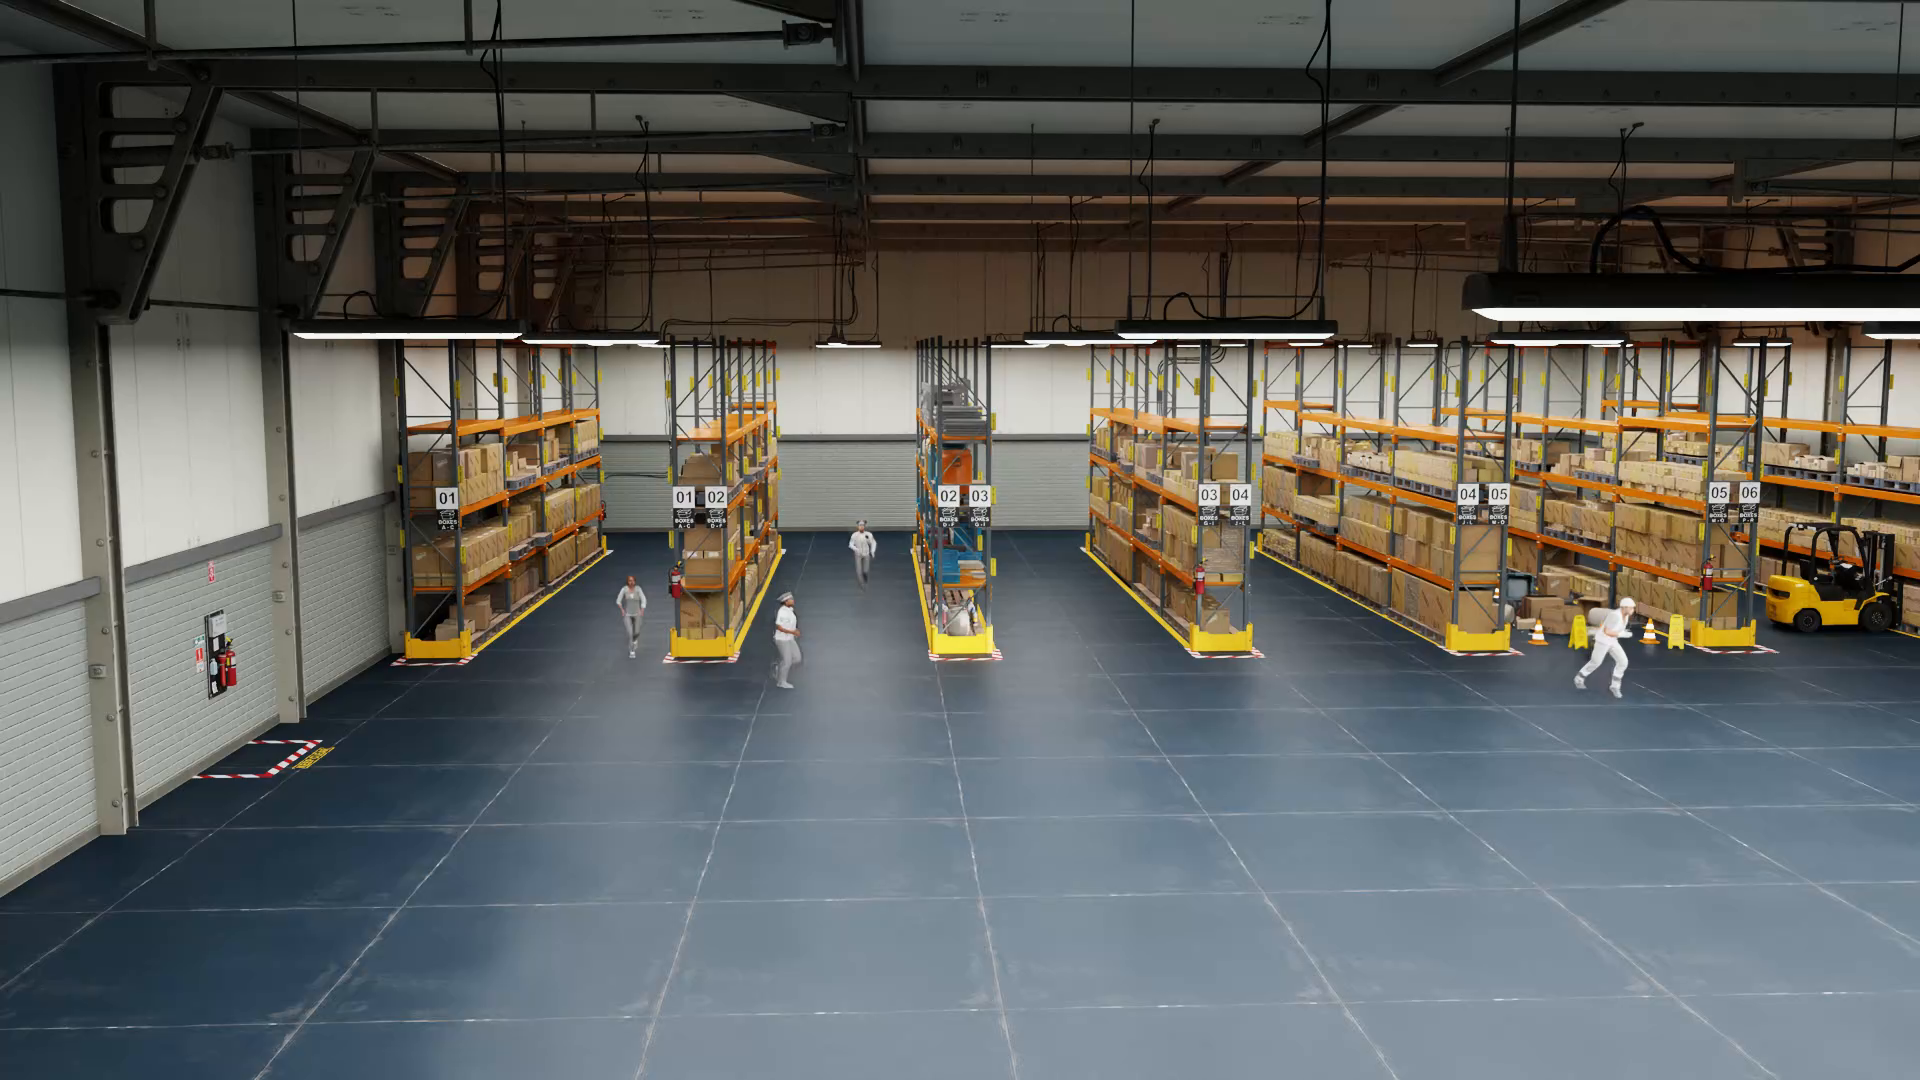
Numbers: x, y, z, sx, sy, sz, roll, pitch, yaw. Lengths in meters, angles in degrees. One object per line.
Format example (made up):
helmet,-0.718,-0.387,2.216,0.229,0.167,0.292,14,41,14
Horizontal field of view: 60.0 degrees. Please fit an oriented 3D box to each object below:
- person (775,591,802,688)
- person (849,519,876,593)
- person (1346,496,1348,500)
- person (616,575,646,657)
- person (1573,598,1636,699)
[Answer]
person,-2.917,1.695,28.278,0.552,1.670,0.563,2,7,16
person,-2.188,0.371,37.353,0.604,1.676,0.531,0,6,-2
person,11.062,-0.467,47.586,0.624,1.592,0.569,-5,8,-39
person,-6.173,1.417,31.238,0.560,1.565,0.576,-2,7,-16
person,10.745,1.779,27.679,0.707,1.721,1.026,-6,9,-42
